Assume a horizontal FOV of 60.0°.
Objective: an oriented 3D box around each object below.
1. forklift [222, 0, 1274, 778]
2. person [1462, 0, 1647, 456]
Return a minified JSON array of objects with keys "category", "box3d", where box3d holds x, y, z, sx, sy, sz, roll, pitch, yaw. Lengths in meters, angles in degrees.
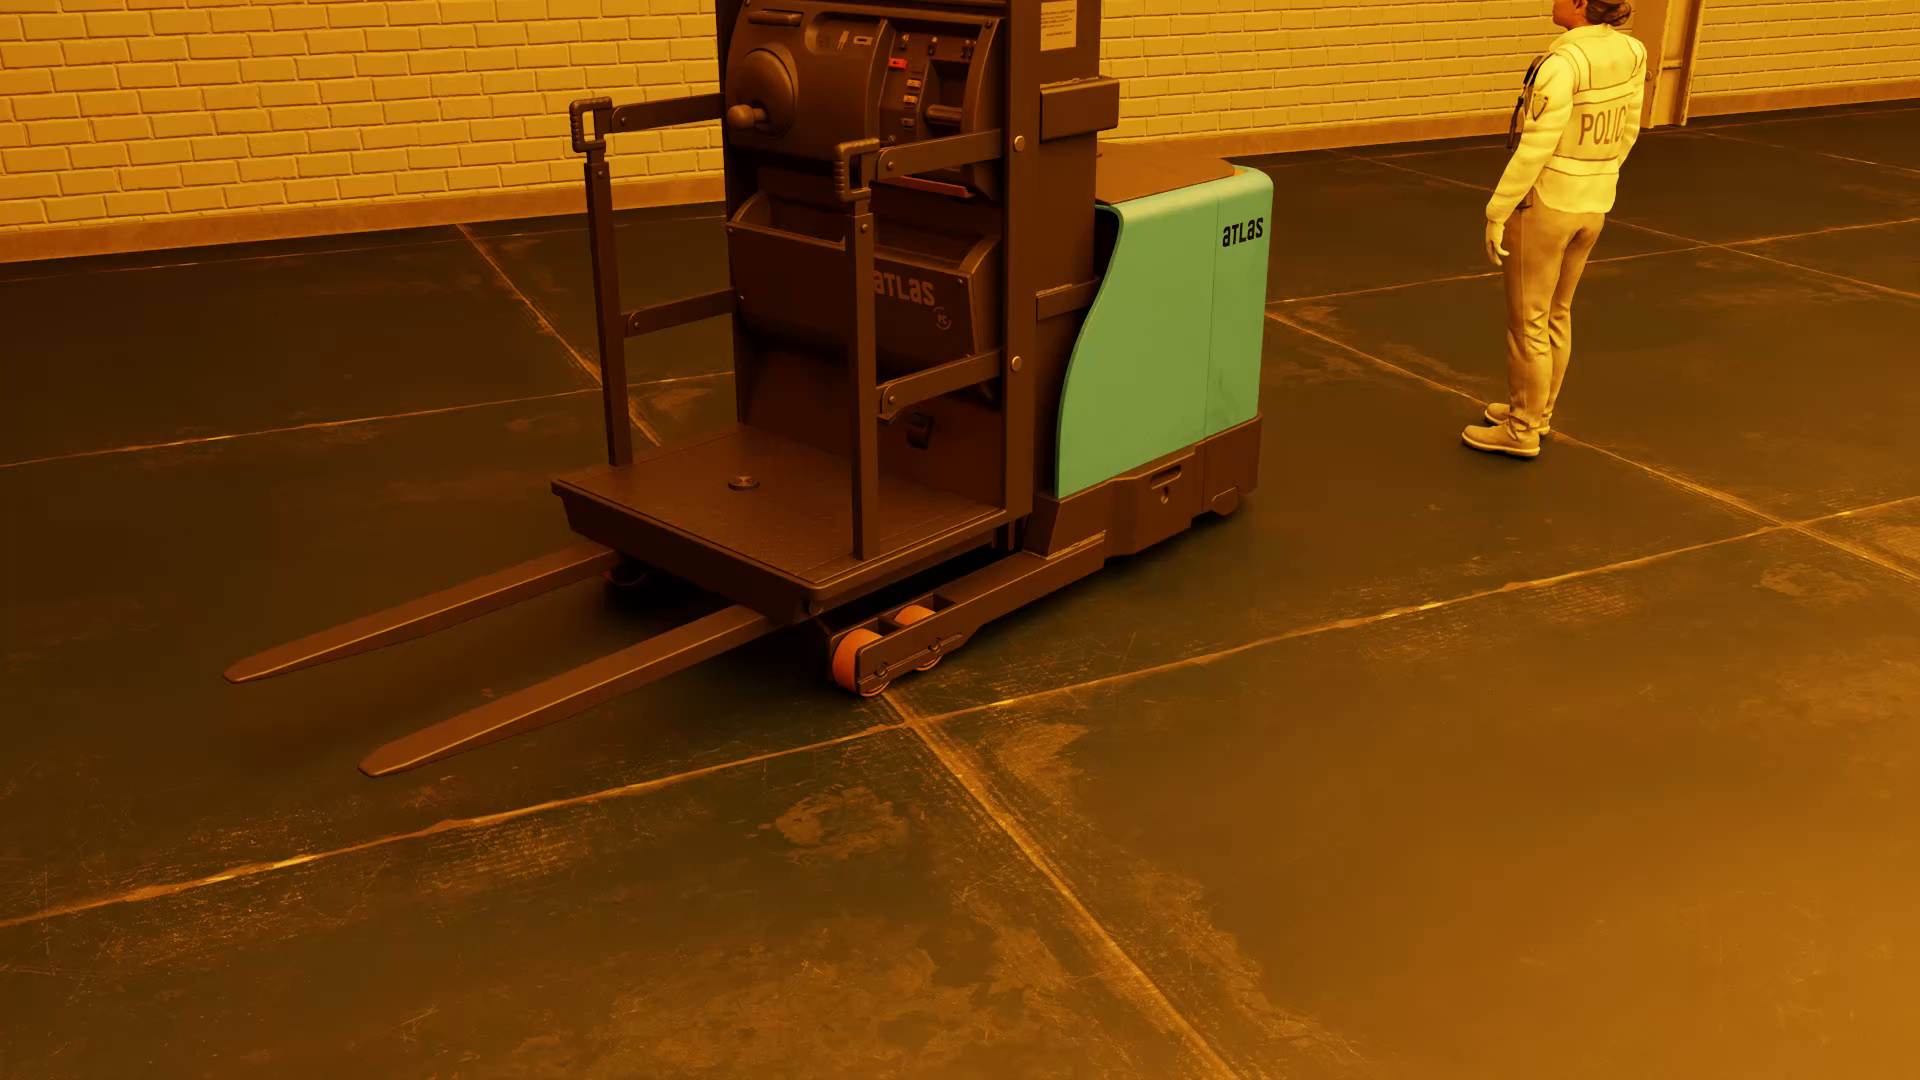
[{"category":"forklift","box3d":[-0.413,-1.182,4.131,1.130,2.935,3.031,19,29,39]},{"category":"person","box3d":[1.928,-1.106,5.541,0.588,1.696,0.534,-16,27,-33]}]
